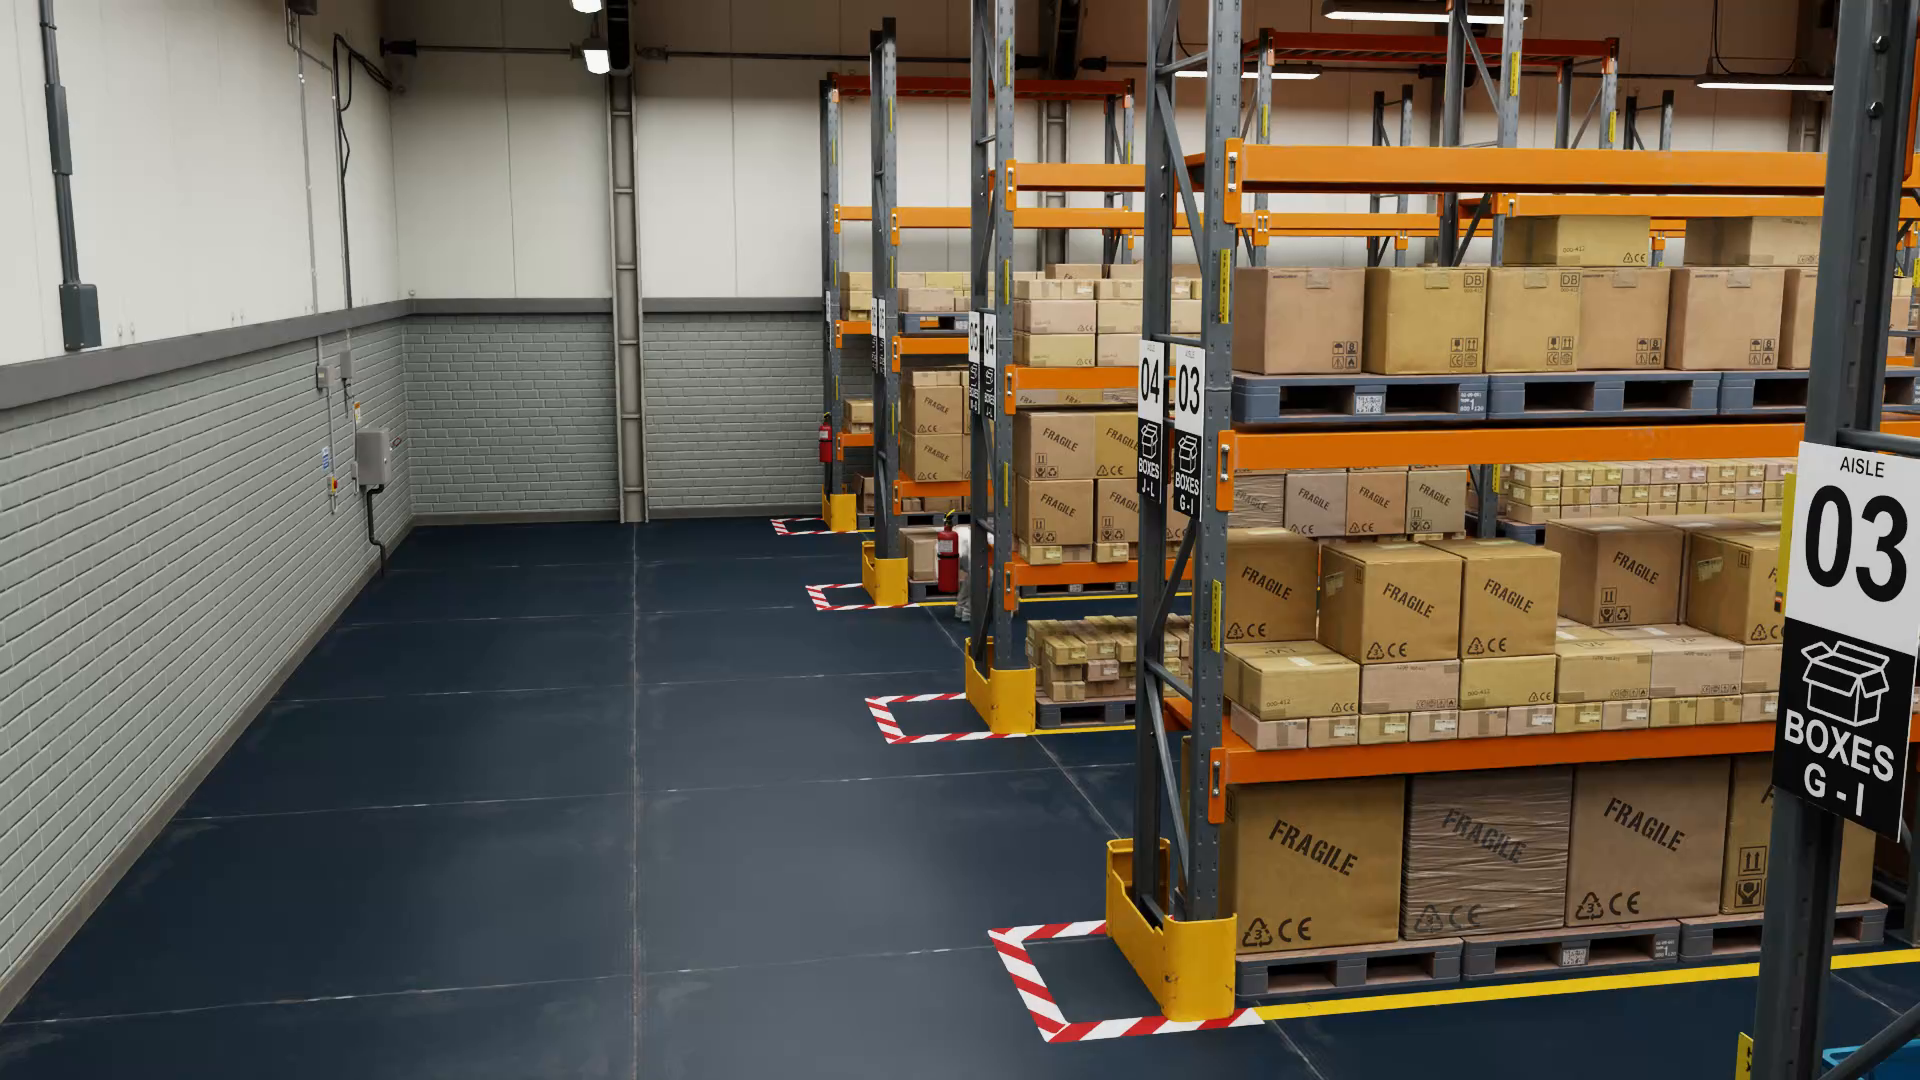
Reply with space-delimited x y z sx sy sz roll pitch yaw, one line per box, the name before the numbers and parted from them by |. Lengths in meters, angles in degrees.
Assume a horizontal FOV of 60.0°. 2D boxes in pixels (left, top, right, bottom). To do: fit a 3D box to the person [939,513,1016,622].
person | 0.274 0.255 16.901 0.991 1.085 0.496 -4 10 -20
